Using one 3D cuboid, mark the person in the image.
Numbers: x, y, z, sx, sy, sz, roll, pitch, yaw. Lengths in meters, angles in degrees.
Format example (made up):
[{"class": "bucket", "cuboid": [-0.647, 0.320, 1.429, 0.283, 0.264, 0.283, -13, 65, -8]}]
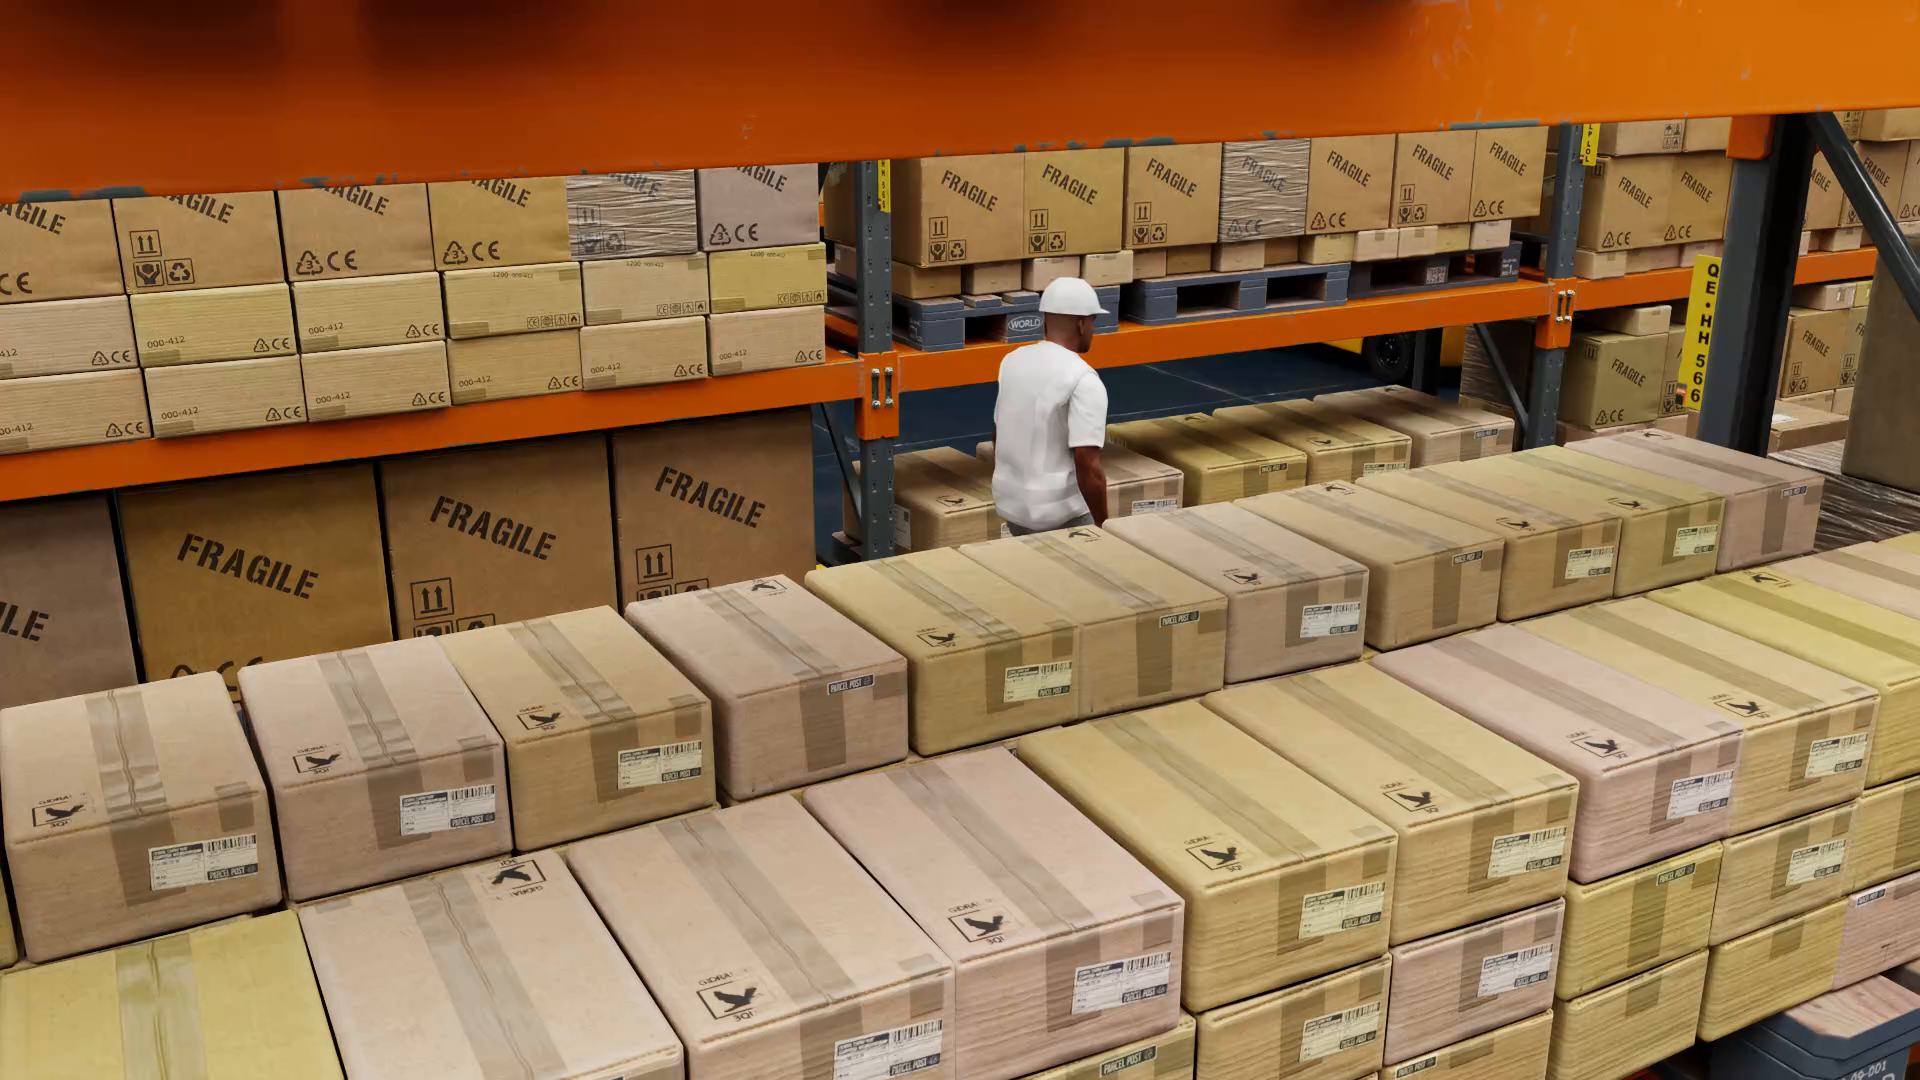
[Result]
[{"class": "person", "cuboid": [0.373, -0.128, 6.419, 0.461, 1.759, 0.628, -12, 22, -32]}]
